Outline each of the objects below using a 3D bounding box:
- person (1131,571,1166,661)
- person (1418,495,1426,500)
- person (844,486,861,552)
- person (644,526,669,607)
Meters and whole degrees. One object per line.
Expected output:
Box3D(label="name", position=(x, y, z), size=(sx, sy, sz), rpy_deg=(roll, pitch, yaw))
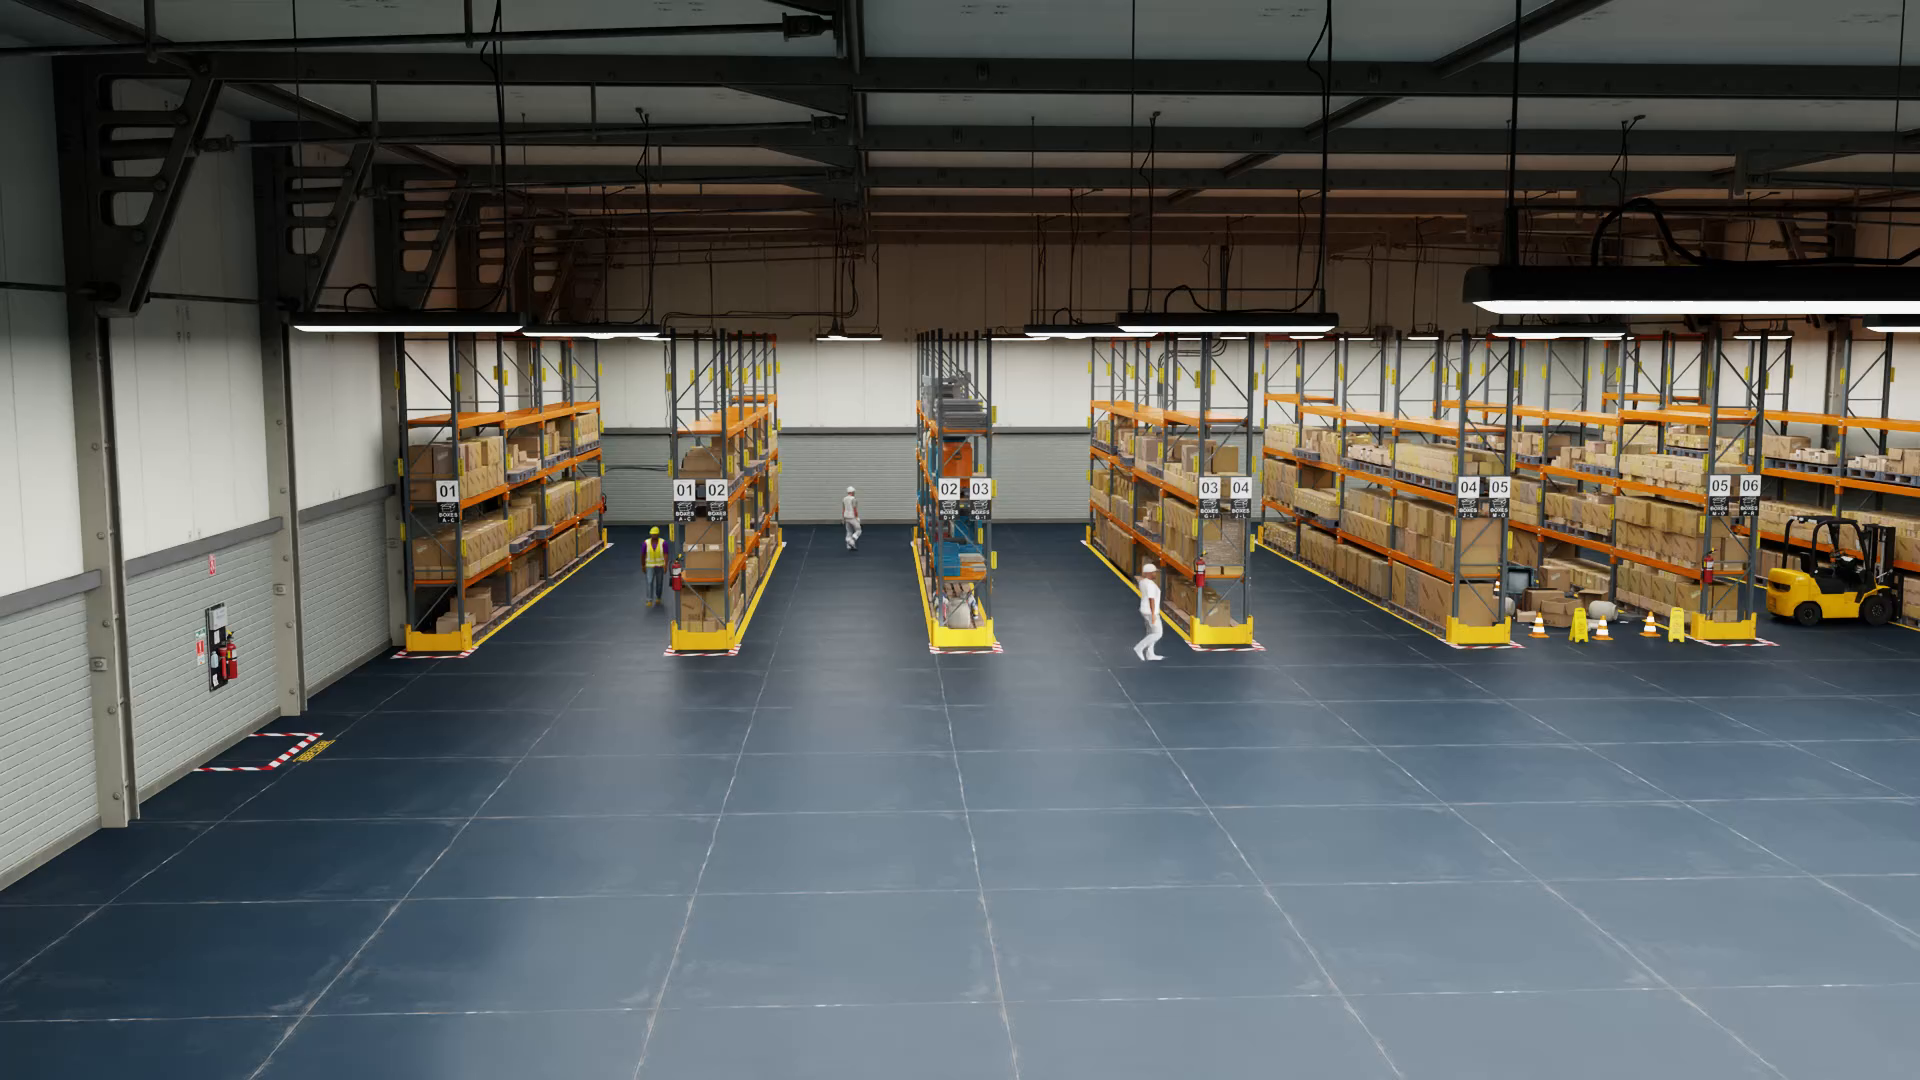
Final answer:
Box3D(label="person", position=(3.435, 1.363, 30.060), size=(0.594, 1.693, 0.711), rpy_deg=(4, 8, 32))
Box3D(label="person", position=(12.565, -0.466, 45.511), size=(0.537, 1.656, 0.486), rpy_deg=(1, 7, 9))
Box3D(label="person", position=(-2.970, -0.592, 46.114), size=(0.468, 1.820, 0.571), rpy_deg=(1, 7, 5))
Box3D(label="person", position=(-6.705, 0.558, 36.350), size=(0.529, 1.762, 0.673), rpy_deg=(4, 8, 33))
